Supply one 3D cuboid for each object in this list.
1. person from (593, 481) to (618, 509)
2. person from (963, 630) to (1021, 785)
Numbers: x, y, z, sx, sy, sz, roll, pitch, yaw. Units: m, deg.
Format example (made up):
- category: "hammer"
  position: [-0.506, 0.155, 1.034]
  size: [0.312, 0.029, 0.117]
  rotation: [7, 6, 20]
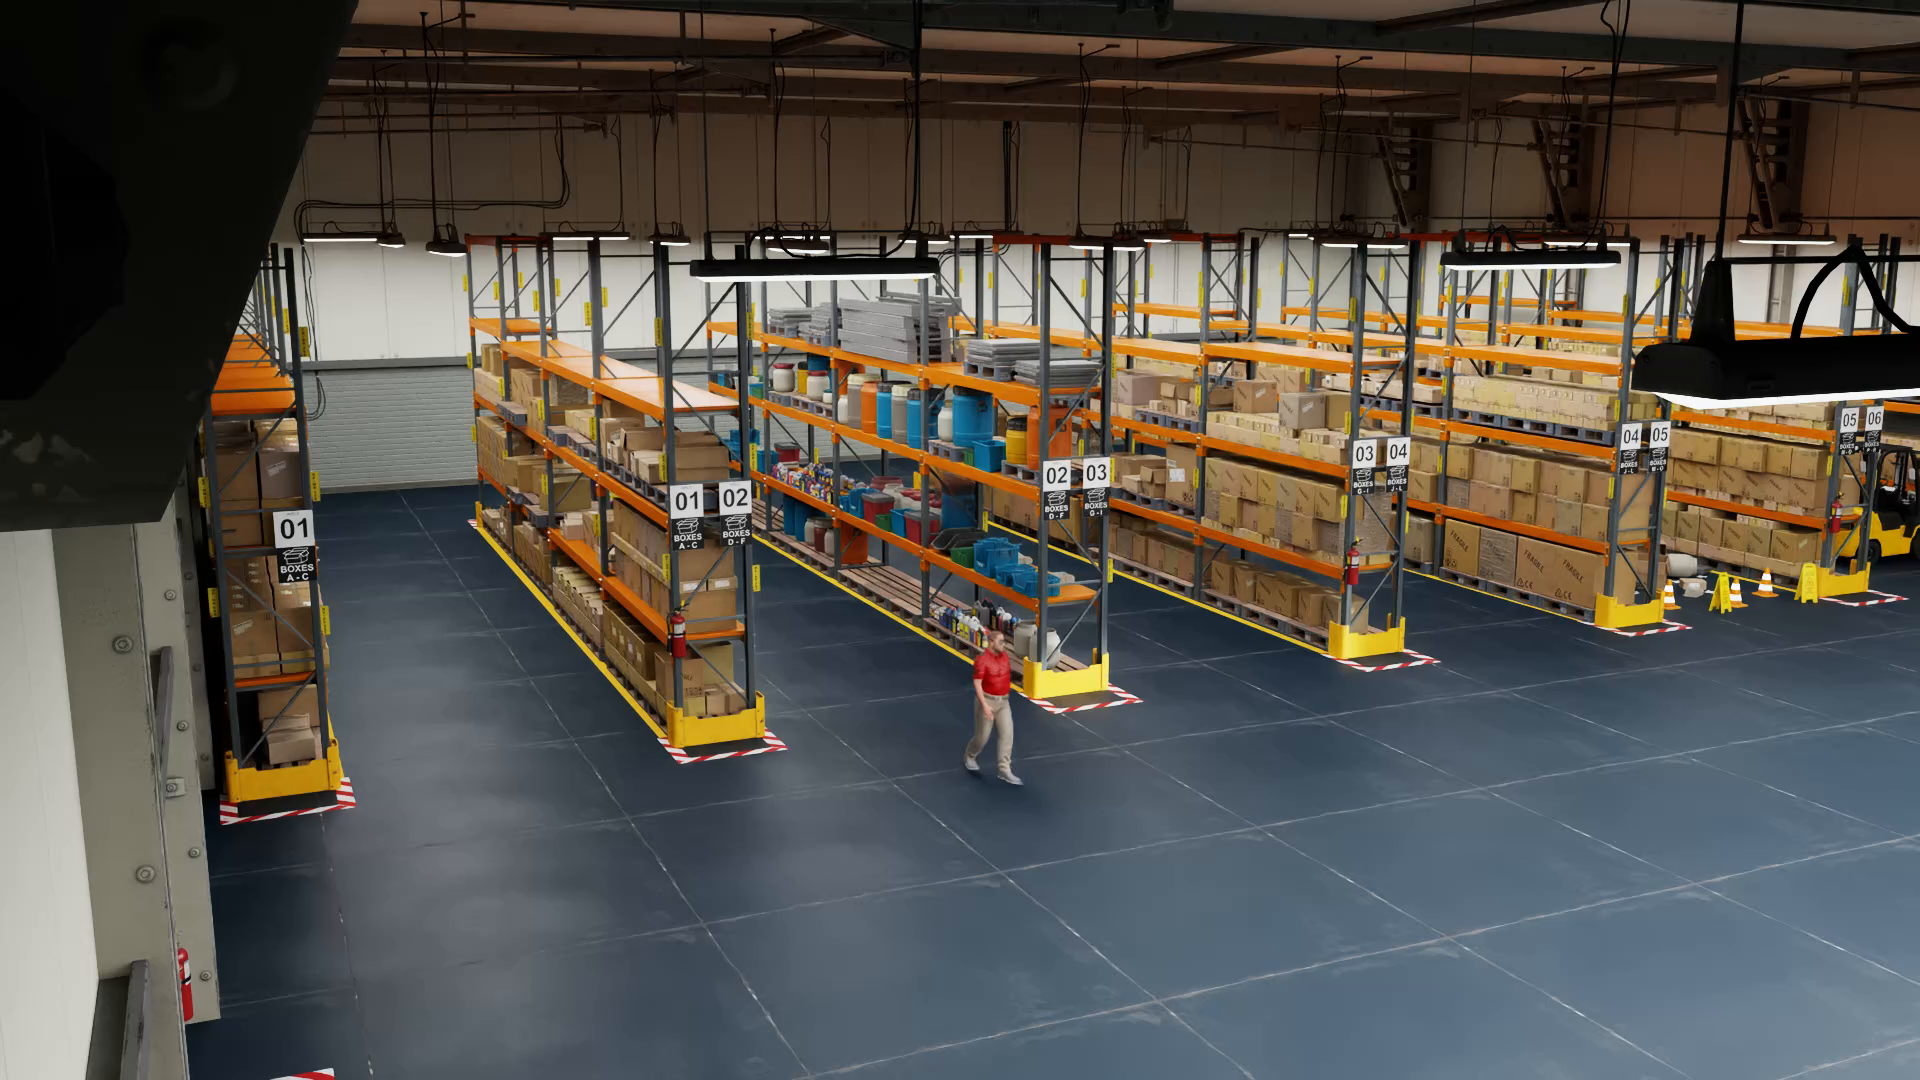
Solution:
- category: "person"
  position: [-6.807, -0.761, 32.487]
  size: [0.631, 1.709, 1.081]
  rotation: [-6, 12, -26]
- category: "person"
  position: [0.405, 1.880, 19.017]
  size: [0.858, 1.704, 0.633]
  rotation: [10, 15, 43]
